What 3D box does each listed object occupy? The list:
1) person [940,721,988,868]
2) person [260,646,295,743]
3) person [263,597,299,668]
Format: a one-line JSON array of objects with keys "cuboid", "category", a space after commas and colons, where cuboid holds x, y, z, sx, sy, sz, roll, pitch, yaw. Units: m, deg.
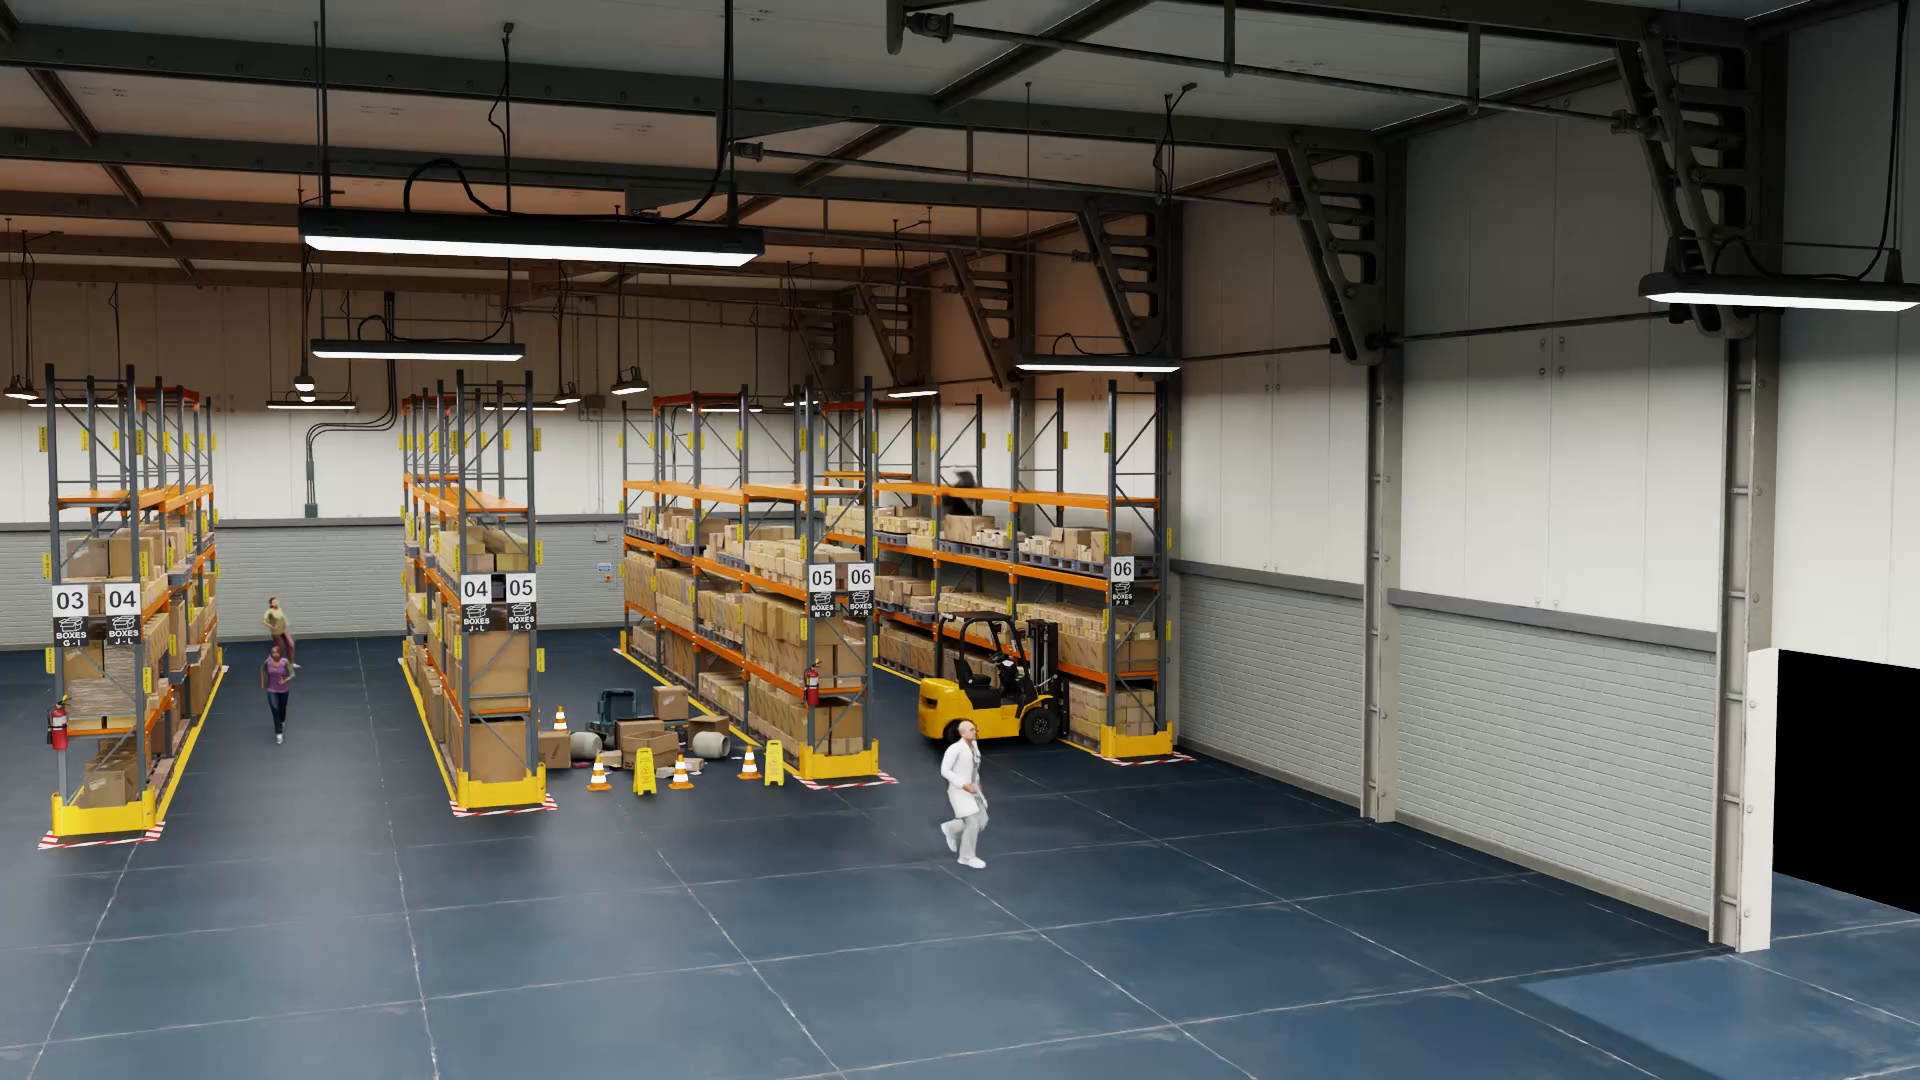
[{"cuboid": [0.010, 2.992, 19.663, 0.627, 1.737, 0.729, 2, 4, 34], "category": "person"}, {"cuboid": [-11.509, 2.565, 28.062, 0.557, 1.589, 0.918, -1, 4, -18], "category": "person"}, {"cuboid": [-15.184, 2.048, 36.899, 0.761, 1.599, 0.636, 2, 4, 31], "category": "person"}]
